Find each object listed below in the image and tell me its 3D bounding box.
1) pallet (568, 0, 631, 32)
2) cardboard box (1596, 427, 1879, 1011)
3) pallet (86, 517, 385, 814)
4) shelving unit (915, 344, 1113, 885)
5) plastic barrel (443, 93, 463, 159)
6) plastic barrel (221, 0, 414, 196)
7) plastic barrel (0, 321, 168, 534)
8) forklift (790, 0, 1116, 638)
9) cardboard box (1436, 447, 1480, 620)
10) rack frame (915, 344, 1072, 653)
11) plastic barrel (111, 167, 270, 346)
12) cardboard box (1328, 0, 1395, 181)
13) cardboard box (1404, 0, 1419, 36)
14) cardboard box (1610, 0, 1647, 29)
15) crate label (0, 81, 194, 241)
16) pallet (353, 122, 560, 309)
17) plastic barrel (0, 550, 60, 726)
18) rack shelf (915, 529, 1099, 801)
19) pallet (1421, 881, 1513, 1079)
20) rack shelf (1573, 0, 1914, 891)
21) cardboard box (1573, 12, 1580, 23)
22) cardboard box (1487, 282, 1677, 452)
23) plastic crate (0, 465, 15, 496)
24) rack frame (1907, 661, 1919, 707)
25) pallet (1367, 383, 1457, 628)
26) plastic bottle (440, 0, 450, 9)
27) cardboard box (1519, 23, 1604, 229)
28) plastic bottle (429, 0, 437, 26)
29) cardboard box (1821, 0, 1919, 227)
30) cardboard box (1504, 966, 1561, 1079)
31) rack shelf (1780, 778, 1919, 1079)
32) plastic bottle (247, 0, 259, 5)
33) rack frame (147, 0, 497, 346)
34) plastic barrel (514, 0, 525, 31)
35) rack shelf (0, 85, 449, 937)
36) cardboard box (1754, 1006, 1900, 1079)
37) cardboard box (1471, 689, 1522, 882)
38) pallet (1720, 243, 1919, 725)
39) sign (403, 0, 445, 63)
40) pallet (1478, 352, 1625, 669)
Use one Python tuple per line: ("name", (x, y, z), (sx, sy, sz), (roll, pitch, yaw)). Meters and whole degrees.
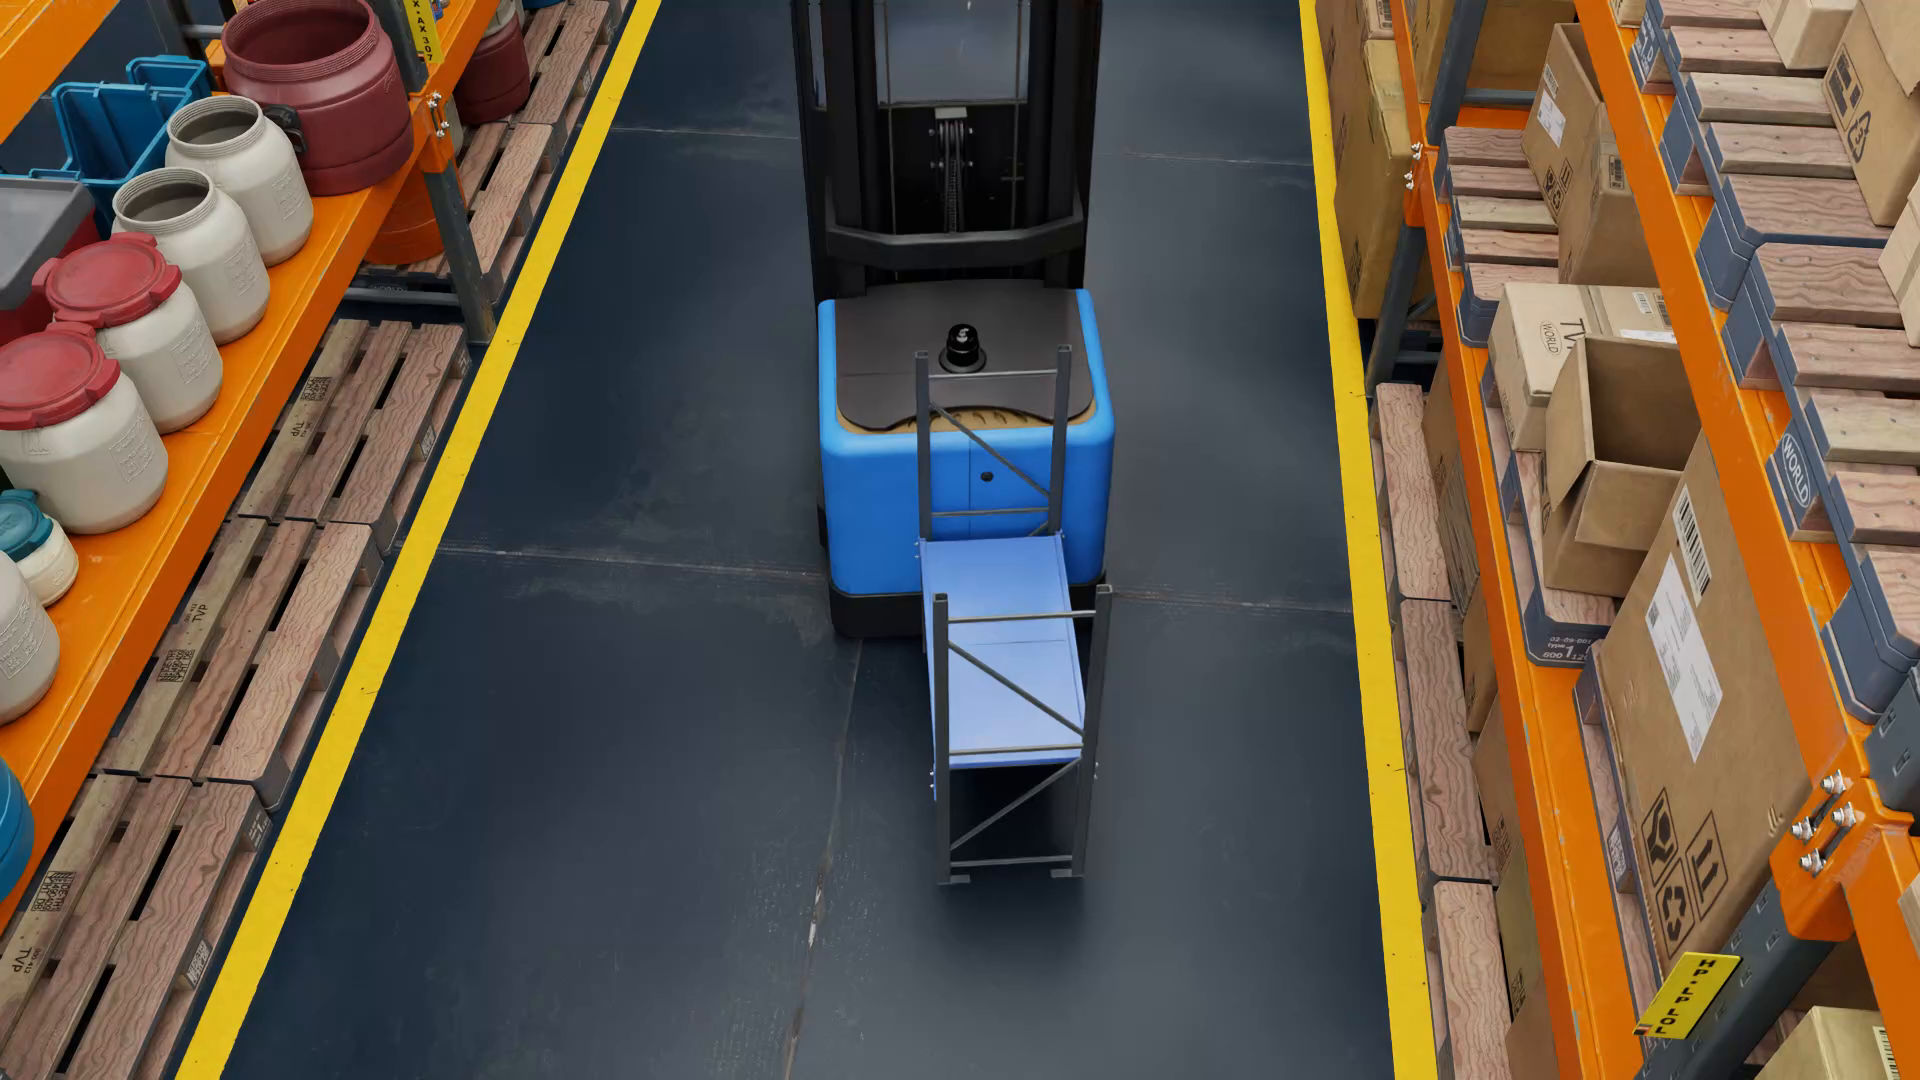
("pallet", (-2.384, -3.411, 9.753), (1.003, 0.211, 1.213), (4, 48, 4))
("cardboard box", (2.142, 0.376, 3.708), (1.000, 1.000, 1.000), (4, 48, 4))
("pallet", (-2.860, 0.424, 6.245), (1.003, 0.211, 1.213), (4, 48, 4))
("shelving unit", (0.140, 0.279, 5.505), (0.538, 1.500, 1.048), (-3, 48, -3))
("plastic barrel", (-2.647, -2.061, 8.030), (0.421, 0.512, 0.421), (0, 48, 0))
("plastic barrel", (-2.378, -1.662, 6.171), (0.600, 0.536, 0.708), (4, 48, 4))
("plastic barrel", (-2.629, -0.311, 4.936), (0.433, 0.535, 0.433), (0, 48, 0))
("forklift", (-0.064, -1.703, 6.347), (1.130, 2.935, 3.031), (-3, 48, -3))
("cardboard box", (2.216, -0.047, 6.182), (0.700, 0.500, 0.500), (0, 48, 0))
("rack frame", (0.106, -0.096, 5.847), (0.500, 1.500, 0.032), (-3, 48, -3))
("plastic barrel", (-2.557, -0.935, 5.523), (0.421, 0.512, 0.421), (0, 48, 0))
("cardboard box", (2.468, -2.229, 7.937), (1.225, 0.875, 0.875), (4, 48, 4))
("cardboard box", (2.145, -2.423, 6.892), (0.500, 0.500, 0.500), (3, 48, 3))
("cardboard box", (1.914, -1.522, 4.204), (0.500, 0.250, 0.500), (5, 48, 4))
("crate label", (-2.997, -1.277, 5.888), (0.502, 0.435, 0.616), (4, 48, 4))
("pallet", (-2.607, -1.618, 8.113), (1.003, 0.211, 1.213), (4, 48, 4))
("plastic barrel", (-2.696, 0.228, 4.443), (0.433, 0.535, 0.433), (0, 48, 0))
("rack shelf", (0.140, 0.400, 5.637), (0.538, 0.185, 1.000), (-3, 48, -3))
("pallet", (2.000, 1.664, 5.111), (1.003, 0.211, 1.213), (4, 48, 4))
("rack shelf", (2.113, -0.944, 4.061), (1.077, 0.370, 4.000), (4, 48, 4))
("cardboard box", (2.610, -2.017, 6.520), (0.500, 0.500, 0.500), (5, 48, 5))
("cardboard box", (1.913, -0.519, 5.035), (0.500, 0.250, 0.500), (3, 48, 2))
("plastic crate", (-3.124, -0.265, 5.129), (0.450, 0.188, 0.662), (4, 48, 4))
("rack frame", (1.931, -0.730, 1.345), (1.000, 3.000, 0.127), (4, 48, 4))
("pallet", (2.223, -0.129, 6.751), (1.003, 0.211, 1.213), (4, 48, 4))
("plastic bottle", (-2.229, -2.361, 7.038), (0.097, 0.201, 0.097), (0, 48, 0))
("cardboard box", (2.286, -1.420, 5.690), (0.500, 0.500, 0.500), (-1, 48, -1))
("plastic bottle", (-2.276, -2.232, 6.868), (0.152, 0.276, 0.135), (4, 48, 4))
("cardboard box", (2.157, -0.925, 3.202), (0.797, 0.503, 0.637), (6, 48, 5))
("cardboard box", (2.008, 1.541, 4.730), (0.700, 0.500, 0.500), (1, 48, 1))
("rack shelf", (1.748, 1.995, 1.373), (1.077, 0.370, 4.000), (4, 48, 4))
("plastic bottle", (-2.996, -2.320, 7.000), (0.097, 0.201, 0.097), (0, 48, 0))
("rack frame", (-2.637, -1.977, 6.552), (1.000, 3.000, 0.127), (4, 48, 4))
("plastic barrel", (-2.544, -2.891, 8.789), (0.421, 0.512, 0.421), (0, 48, 0))
("rack shelf", (-2.819, -0.265, 5.473), (1.077, 0.370, 4.000), (4, 48, 4))
("cardboard box", (1.636, 1.137, 2.756), (0.500, 0.500, 0.500), (4, 48, 4))
("cardboard box", (2.121, 0.780, 5.425), (0.700, 0.500, 0.500), (0, 48, 0))
("pallet", (2.093, -0.100, 2.929), (1.213, 0.211, 1.003), (4, 48, 4))
("sign", (-2.089, -2.001, 6.462), (0.100, 0.325, 0.005), (4, 48, 4))
("pallet", (2.156, -0.122, 4.985), (1.003, 0.211, 1.213), (4, 48, 4))
